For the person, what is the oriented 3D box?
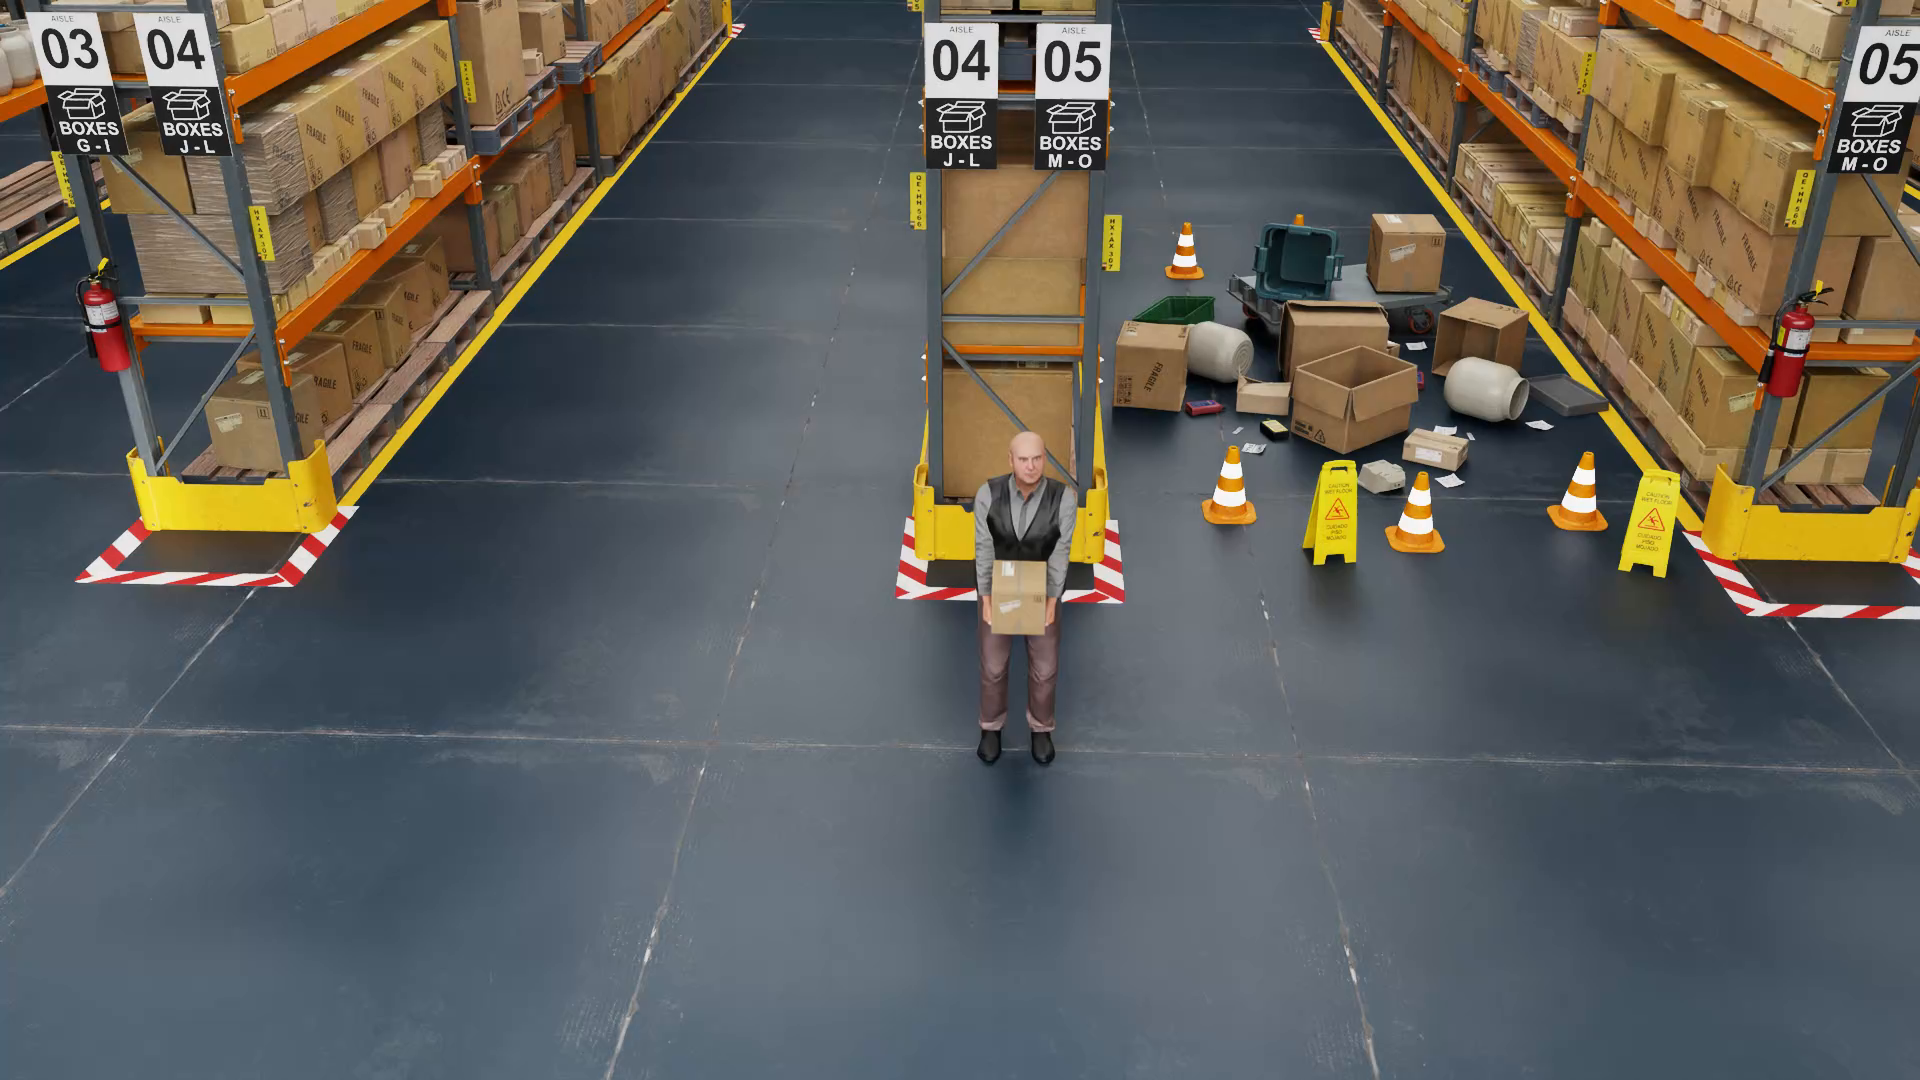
[{"bbox_3d":[0.306,0.326,8.036,0.494,1.714,0.546,1,28,3],"label":"person"}]
